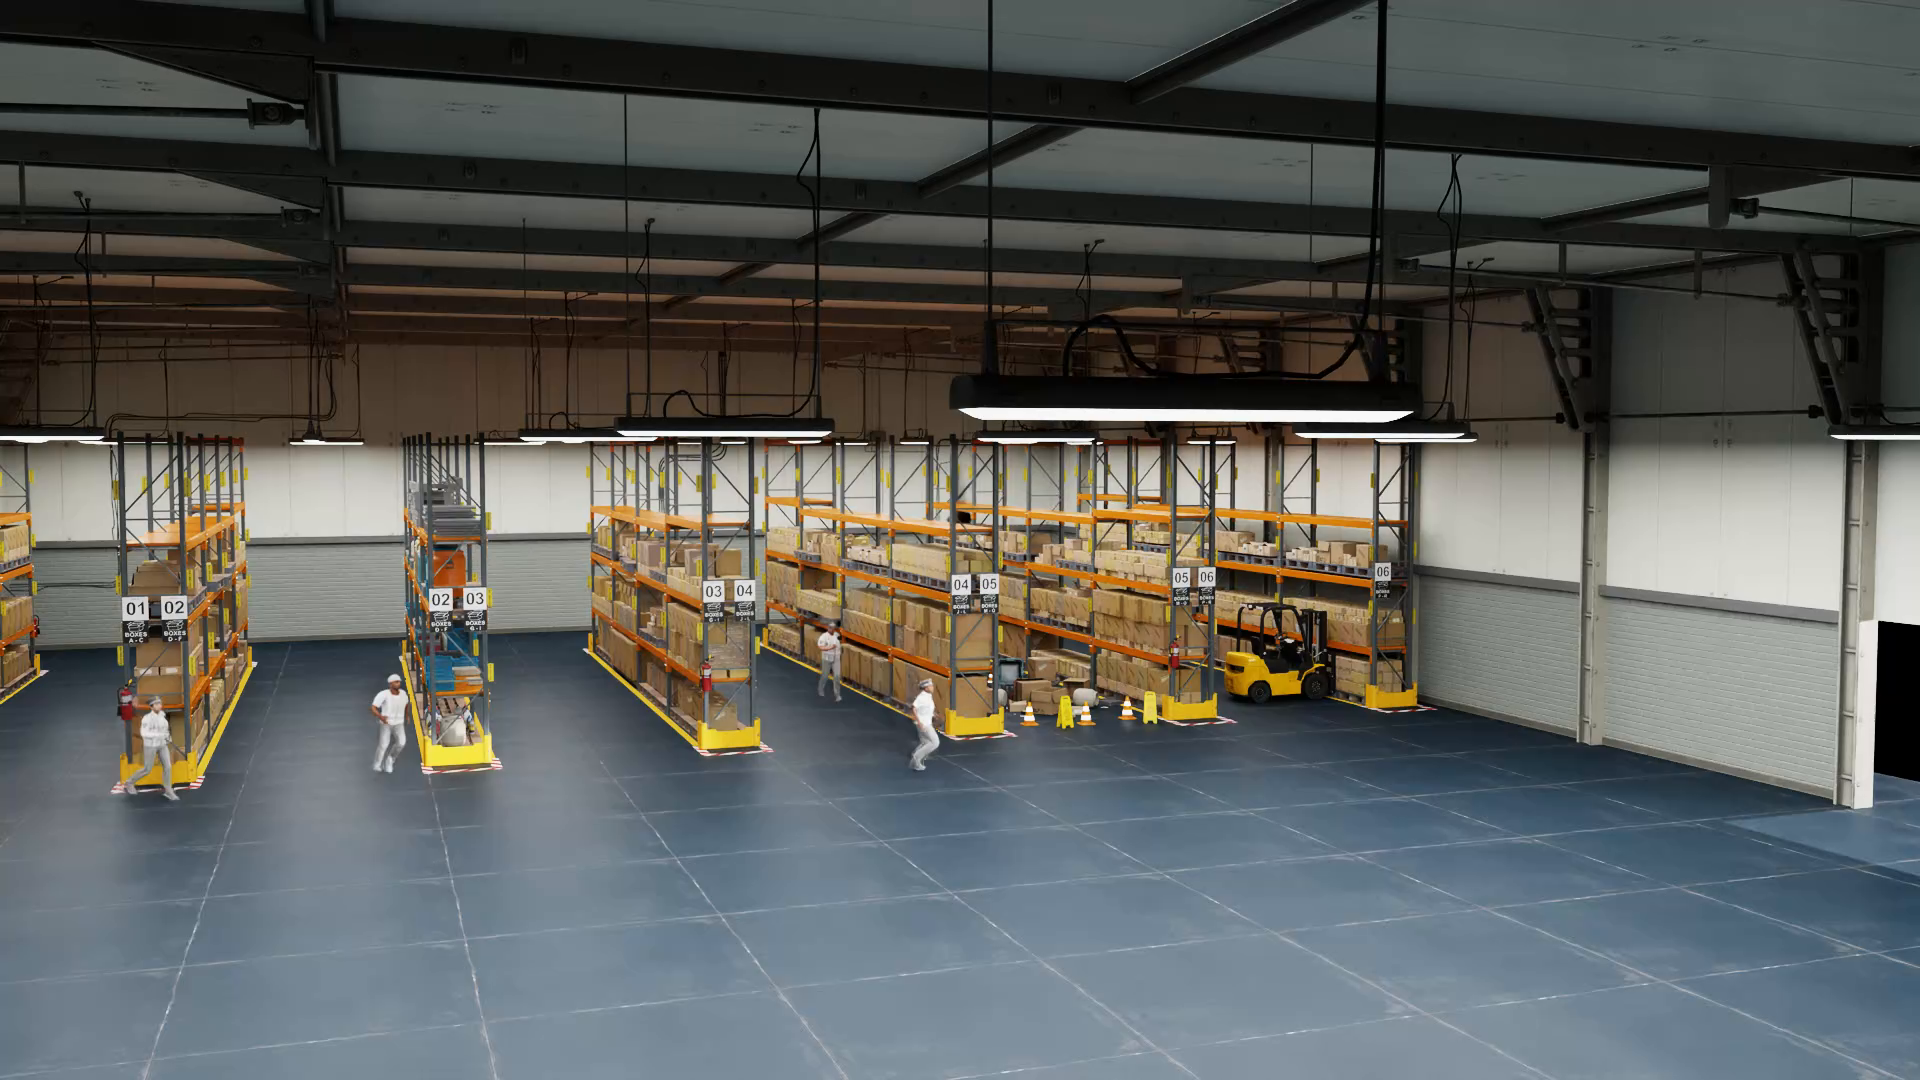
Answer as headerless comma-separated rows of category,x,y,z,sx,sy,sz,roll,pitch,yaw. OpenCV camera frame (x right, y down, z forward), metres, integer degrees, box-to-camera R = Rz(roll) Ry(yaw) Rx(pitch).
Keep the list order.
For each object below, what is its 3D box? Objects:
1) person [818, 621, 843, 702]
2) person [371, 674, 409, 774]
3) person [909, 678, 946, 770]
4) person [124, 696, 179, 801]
person,-2.949,2.722,37.742,0.650,1.795,0.959,-2,4,-28
person,-9.990,3.240,29.307,0.765,1.739,0.611,-3,4,-43
person,-0.583,3.257,29.445,0.659,1.642,0.557,0,3,6
person,-13.129,3.374,27.061,0.936,1.717,0.622,1,3,20
